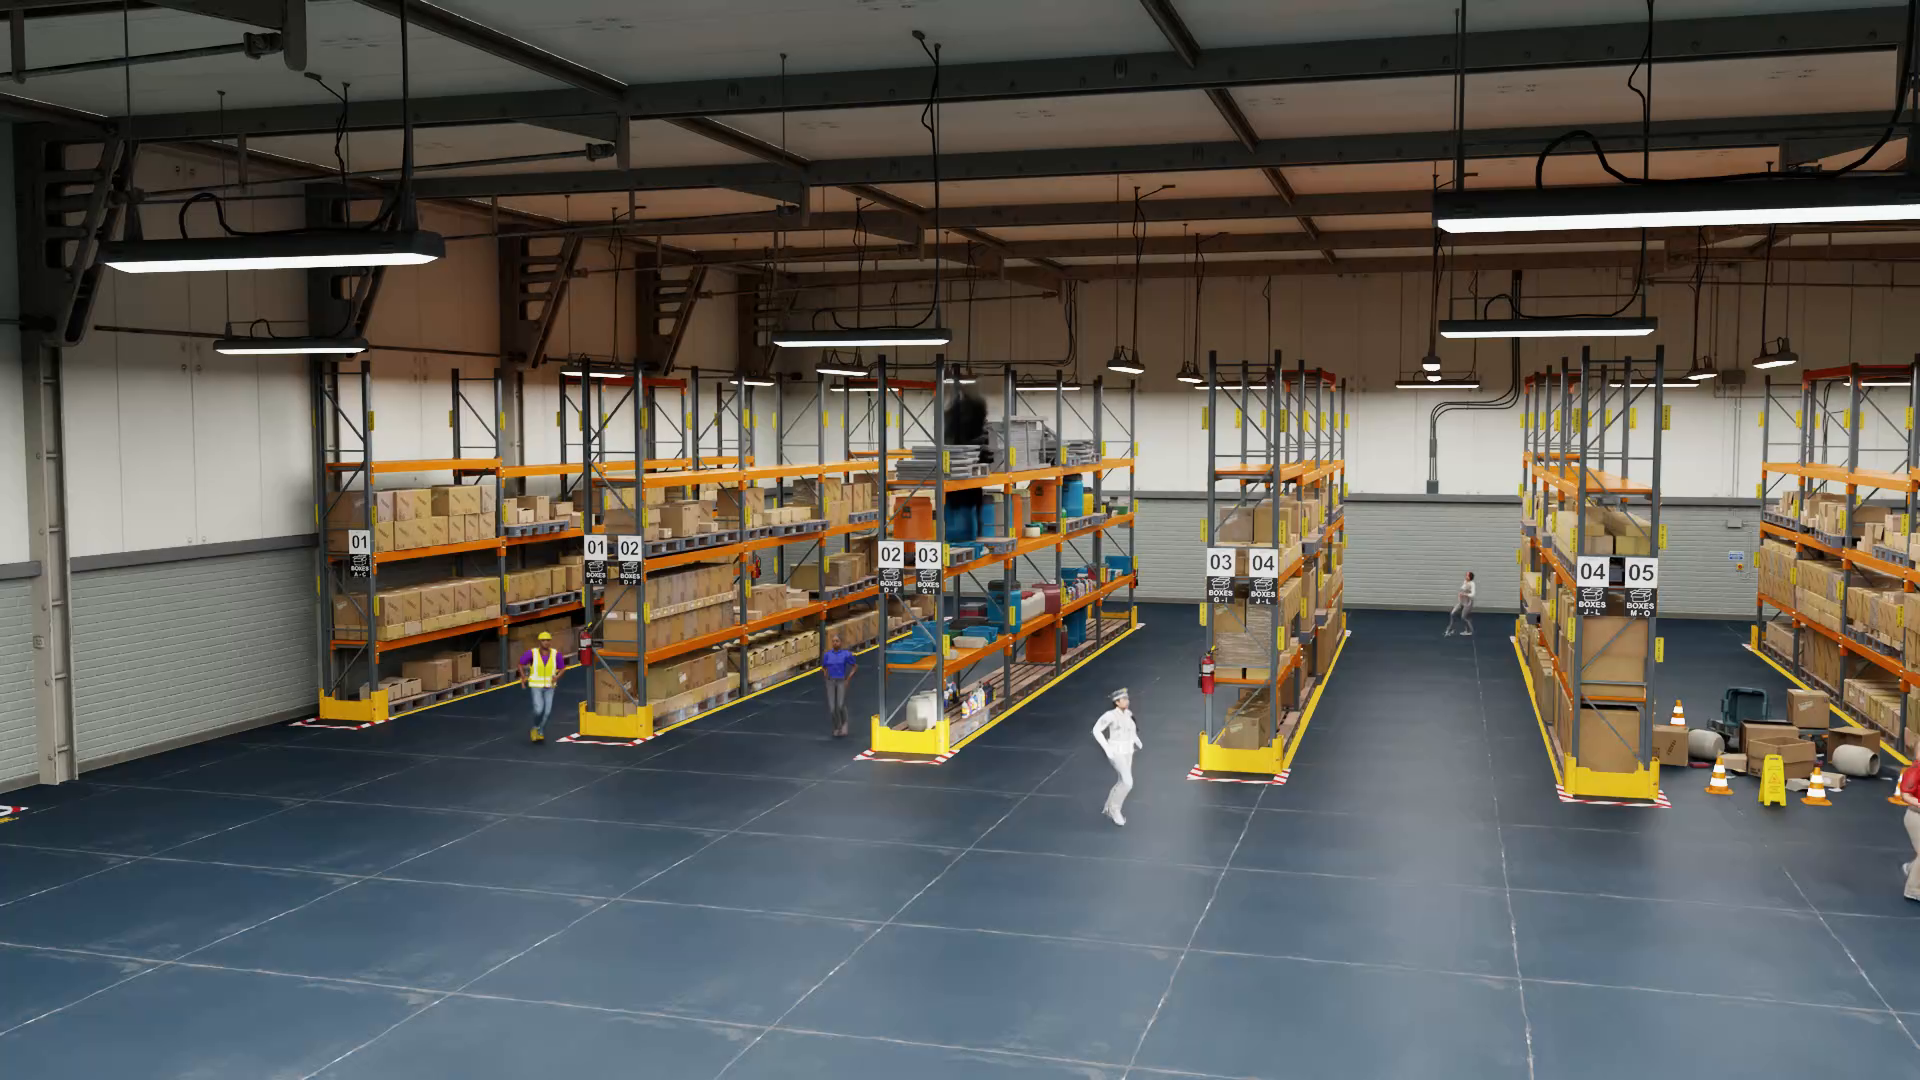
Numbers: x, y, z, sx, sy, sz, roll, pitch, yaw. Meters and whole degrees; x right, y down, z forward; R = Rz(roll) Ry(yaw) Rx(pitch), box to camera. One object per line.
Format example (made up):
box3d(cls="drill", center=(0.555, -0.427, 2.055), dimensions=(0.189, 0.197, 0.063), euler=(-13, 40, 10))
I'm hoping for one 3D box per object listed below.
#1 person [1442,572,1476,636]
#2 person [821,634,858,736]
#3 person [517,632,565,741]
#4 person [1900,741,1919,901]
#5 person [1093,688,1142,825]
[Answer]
box3d(cls="person", center=(11.681, 1.496, 38.607), dimensions=(0.695, 1.546, 0.644), euler=(-1, 4, -17))
box3d(cls="person", center=(-1.944, 2.309, 26.256), dimensions=(0.563, 1.618, 0.572), euler=(1, 4, 11))
box3d(cls="person", center=(-6.494, 2.282, 25.899), dimensions=(0.700, 1.718, 0.564), euler=(-2, 5, -27))
box3d(cls="person", center=(10.082, 2.922, 17.279), dimensions=(0.655, 1.678, 0.610), euler=(-3, 5, -31))
box3d(cls="person", center=(2.002, 2.700, 20.726), dimensions=(0.582, 1.721, 0.613), euler=(4, 6, 44))
